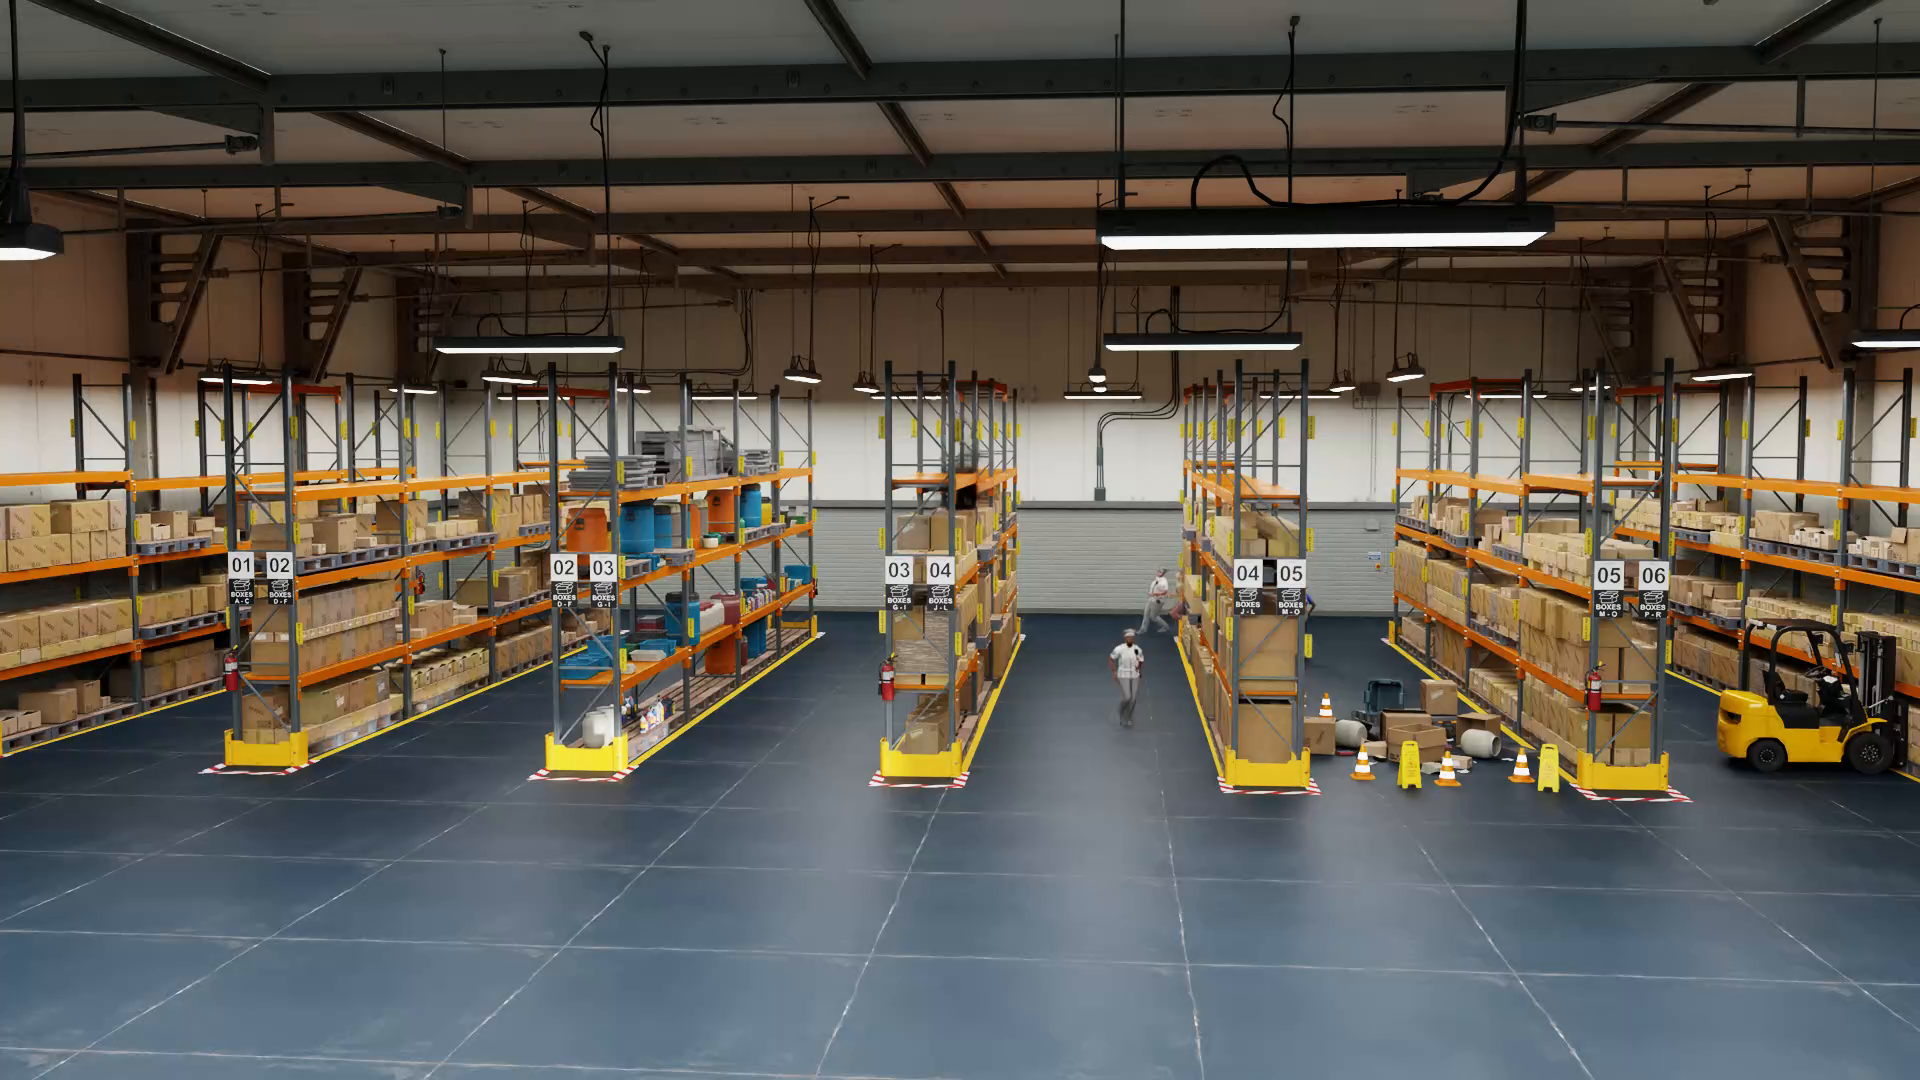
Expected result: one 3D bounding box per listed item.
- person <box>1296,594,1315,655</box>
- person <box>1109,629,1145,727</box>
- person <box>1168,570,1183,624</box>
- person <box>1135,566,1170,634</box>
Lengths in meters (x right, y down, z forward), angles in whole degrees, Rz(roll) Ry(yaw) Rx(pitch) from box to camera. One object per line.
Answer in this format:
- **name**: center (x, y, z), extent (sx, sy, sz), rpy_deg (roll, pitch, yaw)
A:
- **person**: center (7.490, 1.768, 36.650), extent (0.580, 1.668, 0.921), rpy_deg (0, 4, -7)
- **person**: center (2.832, 2.318, 27.907), extent (0.552, 1.655, 0.633), rpy_deg (-1, 4, -12)
- **person**: center (5.405, 1.529, 40.586), extent (0.621, 1.614, 0.611), rpy_deg (0, 4, -7)
- **person**: center (4.738, 1.480, 40.570), extent (0.822, 1.727, 0.783), rpy_deg (0, 4, -7)
